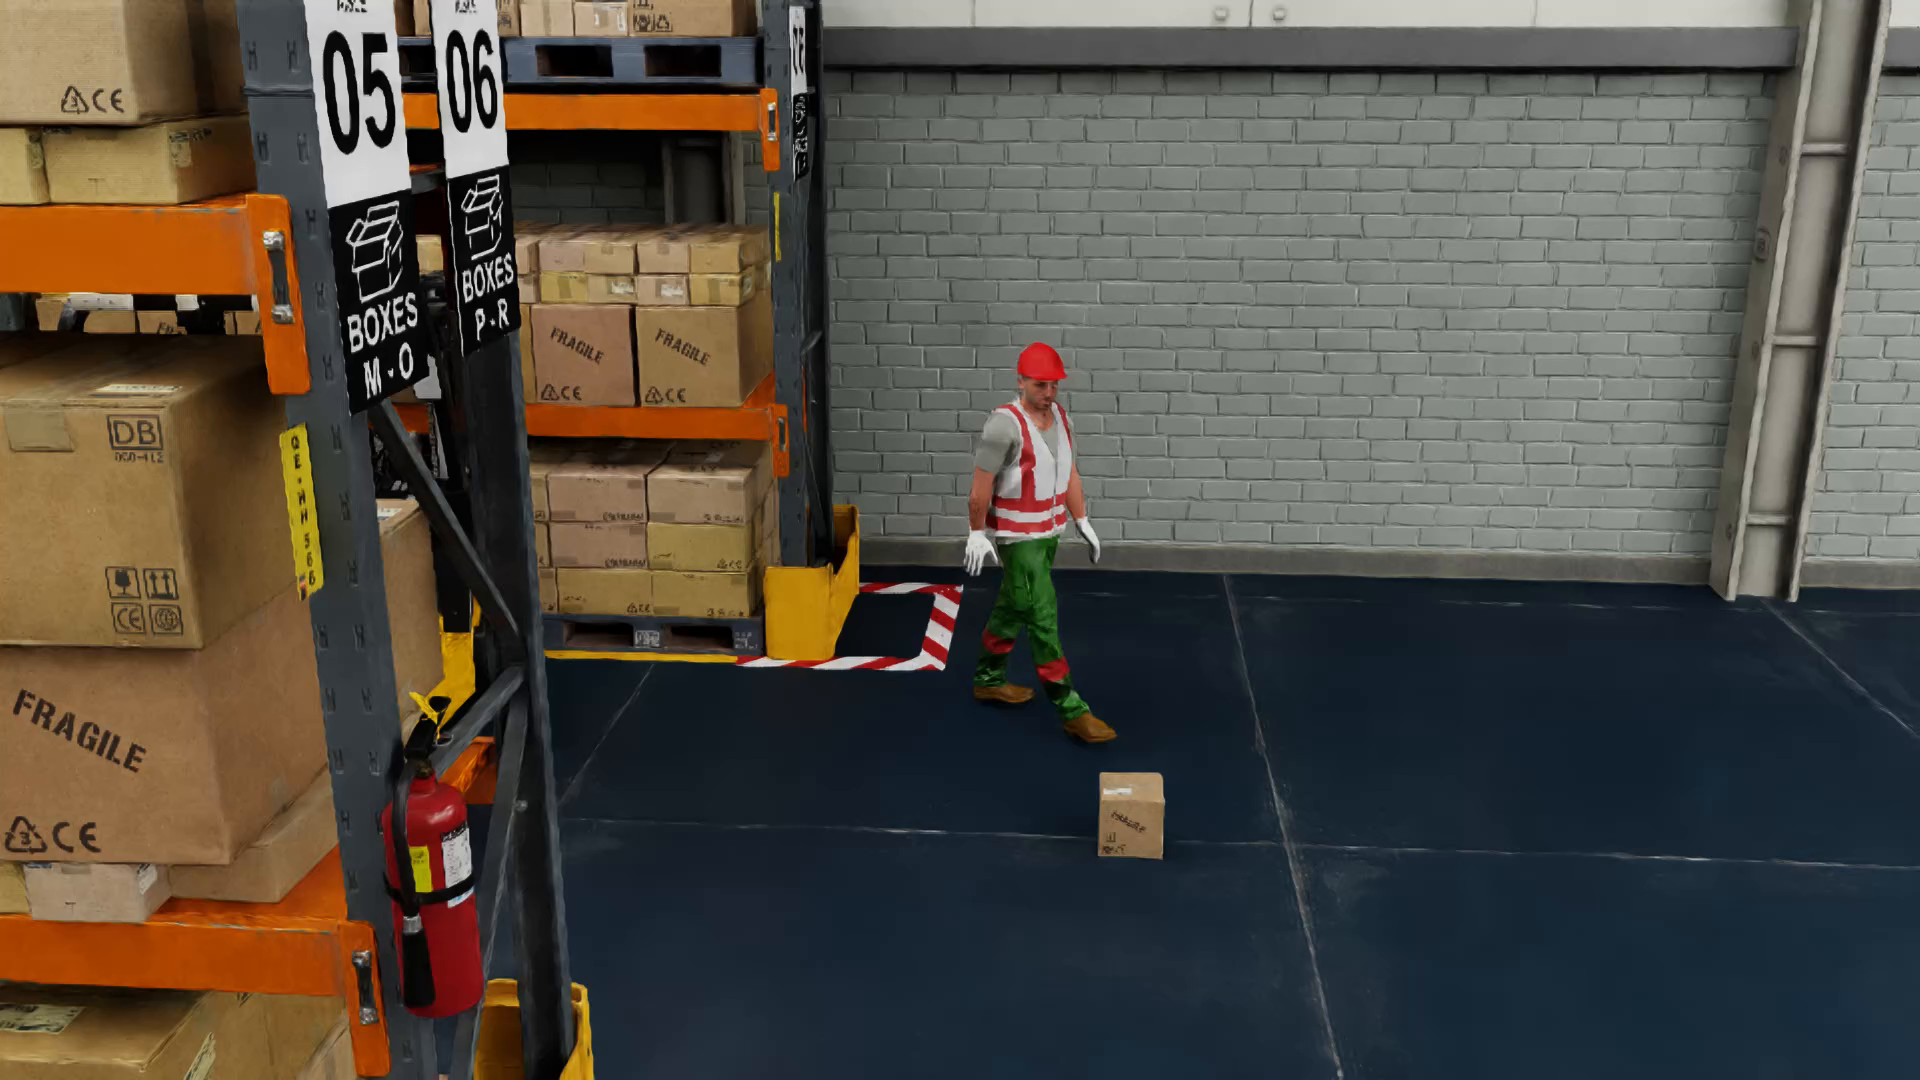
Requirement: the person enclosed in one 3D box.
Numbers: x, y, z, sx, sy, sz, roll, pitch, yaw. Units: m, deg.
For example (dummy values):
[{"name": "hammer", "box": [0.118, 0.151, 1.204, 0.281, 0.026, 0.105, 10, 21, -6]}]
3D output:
[{"name": "person", "box": [0.410, -0.010, 7.480, 0.876, 1.752, 0.567, 12, 21, 34]}]
